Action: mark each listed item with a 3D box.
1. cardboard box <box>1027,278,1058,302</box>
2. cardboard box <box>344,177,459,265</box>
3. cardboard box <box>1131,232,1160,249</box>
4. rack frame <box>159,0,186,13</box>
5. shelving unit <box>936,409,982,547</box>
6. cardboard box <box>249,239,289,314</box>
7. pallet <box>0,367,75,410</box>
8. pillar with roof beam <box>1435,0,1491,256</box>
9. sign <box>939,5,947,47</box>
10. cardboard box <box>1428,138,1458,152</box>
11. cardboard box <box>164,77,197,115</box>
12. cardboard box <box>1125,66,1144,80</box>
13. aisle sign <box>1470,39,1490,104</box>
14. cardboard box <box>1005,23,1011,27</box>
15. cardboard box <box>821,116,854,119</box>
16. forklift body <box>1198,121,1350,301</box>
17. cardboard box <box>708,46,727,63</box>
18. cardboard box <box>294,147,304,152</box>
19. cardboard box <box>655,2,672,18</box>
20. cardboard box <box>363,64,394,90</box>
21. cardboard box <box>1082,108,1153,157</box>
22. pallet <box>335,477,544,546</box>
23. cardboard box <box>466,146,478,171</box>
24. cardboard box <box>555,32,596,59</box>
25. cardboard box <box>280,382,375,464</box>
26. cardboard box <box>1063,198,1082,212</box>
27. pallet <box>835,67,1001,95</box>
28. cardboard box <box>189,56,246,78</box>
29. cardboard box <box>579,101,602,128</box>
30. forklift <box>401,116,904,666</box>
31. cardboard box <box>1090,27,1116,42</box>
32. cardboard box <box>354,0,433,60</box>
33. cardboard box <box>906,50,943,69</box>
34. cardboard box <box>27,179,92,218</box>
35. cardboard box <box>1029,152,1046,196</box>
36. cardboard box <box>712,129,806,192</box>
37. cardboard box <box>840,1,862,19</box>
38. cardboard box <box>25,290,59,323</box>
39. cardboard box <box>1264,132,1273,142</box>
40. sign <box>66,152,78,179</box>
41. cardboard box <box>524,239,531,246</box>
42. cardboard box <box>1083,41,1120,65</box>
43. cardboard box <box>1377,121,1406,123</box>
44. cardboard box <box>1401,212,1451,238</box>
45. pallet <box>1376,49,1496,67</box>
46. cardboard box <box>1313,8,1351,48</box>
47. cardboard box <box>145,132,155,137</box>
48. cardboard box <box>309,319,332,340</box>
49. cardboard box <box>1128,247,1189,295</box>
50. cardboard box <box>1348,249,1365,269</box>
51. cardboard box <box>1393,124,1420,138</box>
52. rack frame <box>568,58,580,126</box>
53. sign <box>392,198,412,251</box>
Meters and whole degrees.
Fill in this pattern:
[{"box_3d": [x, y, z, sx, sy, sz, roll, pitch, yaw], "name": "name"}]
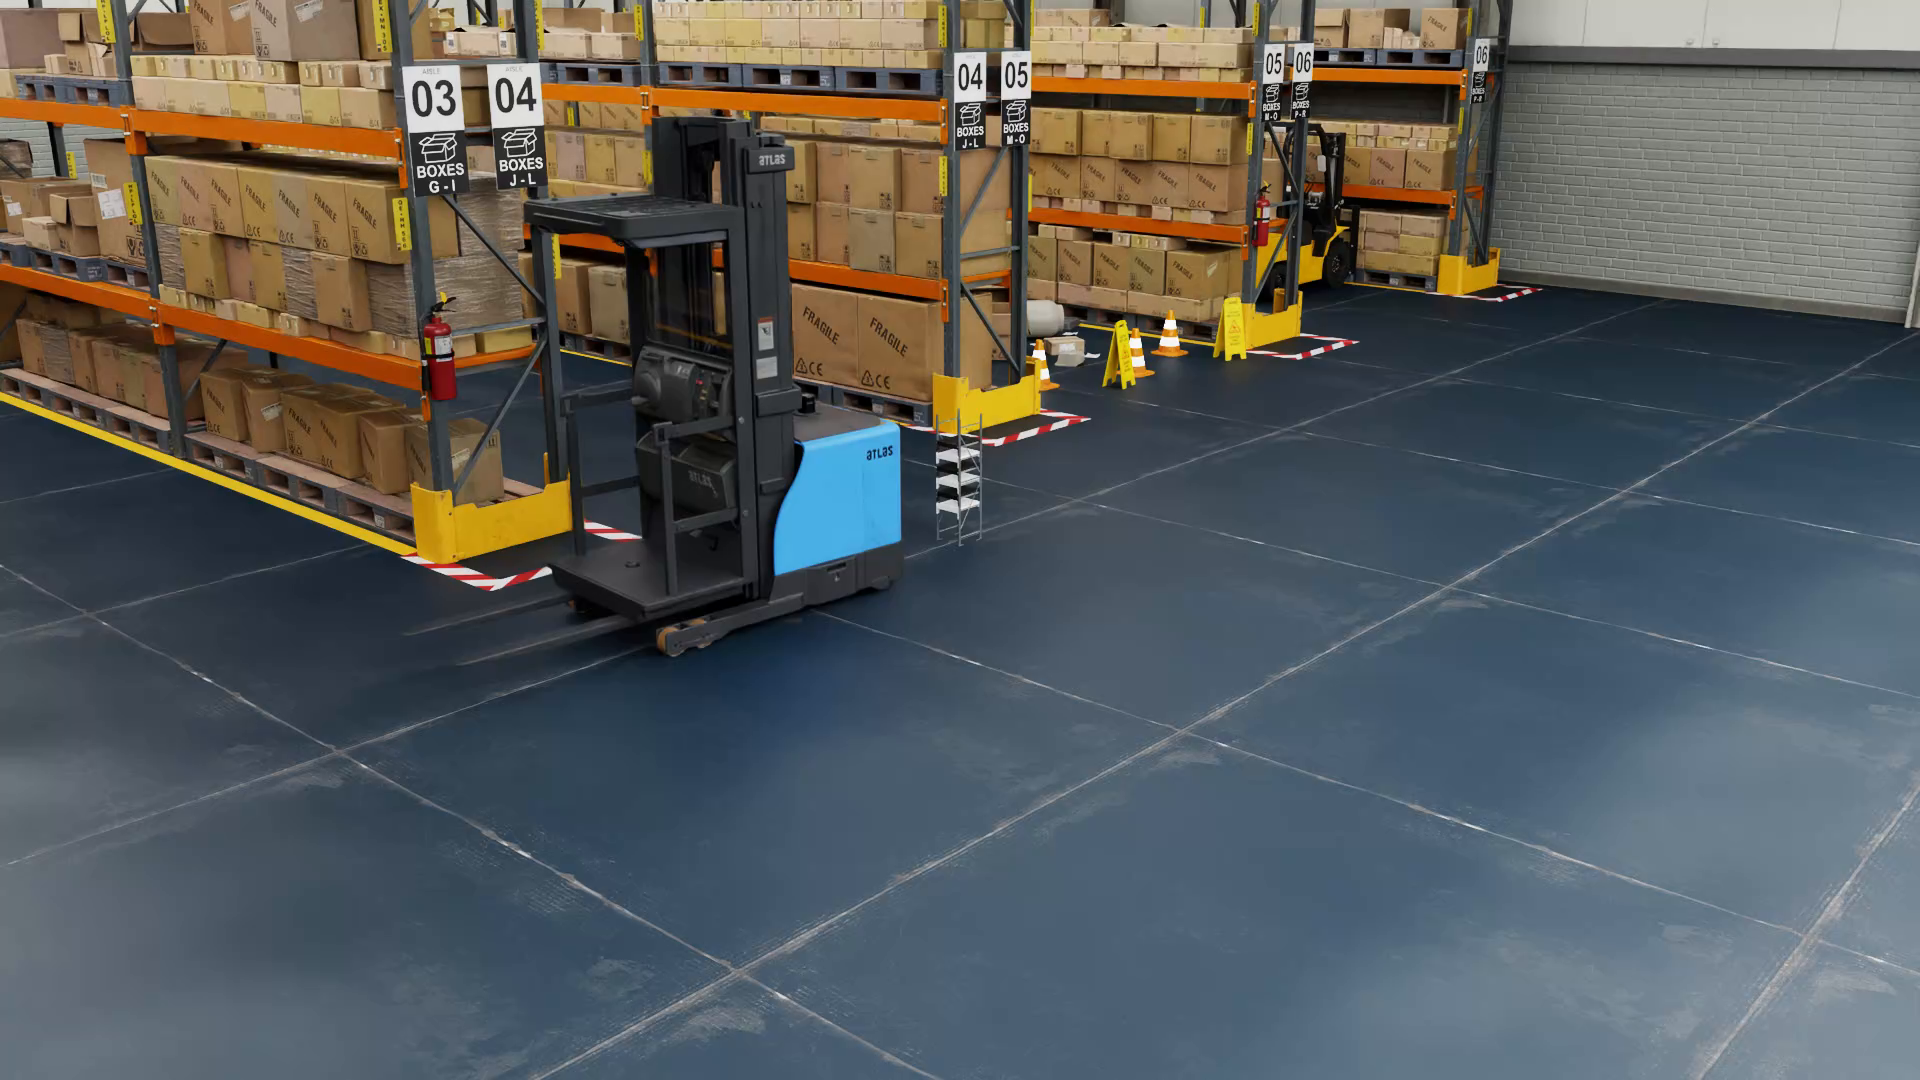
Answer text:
[{"box_3d": [1.120, -3.061, 20.151, 0.500, 0.250, 0.500, 17, 24, 42], "name": "cardboard box"}, {"box_3d": [-3.711, -2.131, 11.059, 0.500, 0.500, 0.500, 15, 23, 39], "name": "cardboard box"}, {"box_3d": [2.165, -3.421, 18.970, 0.250, 0.149, 0.380, 16, 23, 40], "name": "cardboard box"}, {"box_3d": [-11.735, -8.585, 23.785, 0.127, 3.000, 1.000, 15, 23, 39], "name": "rack frame"}, {"box_3d": [-0.006, -0.431, 11.481, 0.210, 0.900, 0.258, 15, 23, 39], "name": "shelving unit"}, {"box_3d": [-4.694, -2.003, 12.308, 0.500, 0.500, 0.875, 15, 23, 39], "name": "cardboard box"}, {"box_3d": [-8.535, -1.531, 16.086, 1.213, 0.211, 1.003, 15, 23, 39], "name": "pallet"}, {"box_3d": [3.954, -7.006, 18.810, 0.400, 9.000, 9.100, 15, 23, 39], "name": "pillar with roof beam"}, {"box_3d": [-0.138, -4.207, 13.616, 0.005, 0.325, 0.100, 15, 23, 39], "name": "sign"}, {"box_3d": [6.289, -5.140, 21.610, 0.250, 0.149, 0.380, 15, 23, 40], "name": "cardboard box"}, {"box_3d": [-5.562, -3.319, 12.399, 0.500, 0.250, 0.500, 15, 23, 39], "name": "cardboard box"}, {"box_3d": [2.051, -5.235, 18.604, 0.250, 0.149, 0.380, 14, 22, 38], "name": "cardboard box"}, {"box_3d": [6.589, -5.936, 21.060, 0.004, 0.787, 0.394, 15, 23, 39], "name": "aisle sign"}, {"box_3d": [0.659, -8.209, 26.659, 0.250, 0.149, 0.380, 14, 22, 37], "name": "cardboard box"}, {"box_3d": [-1.623, -5.519, 22.692, 0.500, 0.500, 0.500, 15, 23, 38], "name": "cardboard box"}, {"box_3d": [4.105, -4.340, 21.731, 1.214, 2.155, 2.313, 15, 23, 39], "name": "forklift body"}, {"box_3d": [-2.145, -4.571, 15.654, 0.250, 0.149, 0.380, 15, 23, 38], "name": "cardboard box"}, {"box_3d": [-8.166, -4.946, 20.974, 0.250, 0.149, 0.380, 15, 23, 39], "name": "cardboard box"}, {"box_3d": [-2.713, -5.104, 16.013, 0.250, 0.149, 0.380, 15, 23, 40], "name": "cardboard box"}, {"box_3d": [-3.550, -2.944, 10.560, 0.250, 0.149, 0.380, 15, 23, 39], "name": "cardboard box"}, {"box_3d": [1.811, -4.686, 19.109, 0.500, 0.500, 0.700, 15, 23, 39], "name": "cardboard box"}, {"box_3d": [-3.776, -0.268, 12.107, 1.213, 0.211, 1.003, 15, 23, 39], "name": "pallet"}, {"box_3d": [-5.422, -4.551, 19.174, 0.500, 0.500, 0.700, 15, 23, 39], "name": "cardboard box"}, {"box_3d": [-3.829, -5.120, 17.215, 0.500, 0.250, 0.500, 15, 23, 39], "name": "cardboard box"}, {"box_3d": [-4.905, -0.913, 12.968, 0.500, 0.500, 0.500, 13, 22, 34], "name": "cardboard box"}, {"box_3d": [1.424, -3.941, 19.488, 0.250, 0.149, 0.380, 15, 23, 40], "name": "cardboard box"}, {"box_3d": [-0.329, -4.047, 14.592, 1.213, 0.211, 1.003, 15, 23, 39], "name": "pallet"}, {"box_3d": [-5.443, -3.490, 12.281, 0.250, 0.149, 0.380, 16, 24, 41], "name": "cardboard box"}, {"box_3d": [-5.395, -6.433, 25.105, 0.500, 0.500, 0.500, 15, 23, 40], "name": "cardboard box"}, {"box_3d": [-1.780, -0.908, 9.626, 3.031, 2.935, 1.130, -16, 23, -41], "name": "forklift"}, {"box_3d": [1.687, -5.716, 18.801, 0.250, 0.149, 0.380, 16, 23, 40], "name": "cardboard box"}, {"box_3d": [-4.067, -3.627, 11.640, 0.500, 0.500, 0.500, 15, 23, 39], "name": "cardboard box"}, {"box_3d": [-0.241, -4.061, 14.044, 0.250, 0.149, 0.380, 15, 23, 39], "name": "cardboard box"}, {"box_3d": [-8.205, -3.076, 15.486, 0.700, 0.500, 0.500, -14, 22, -38], "name": "cardboard box"}, {"box_3d": [0.986, -4.398, 19.855, 0.500, 0.500, 0.500, 15, 23, 39], "name": "cardboard box"}, {"box_3d": [-2.018, -3.736, 16.392, 0.550, 0.550, 0.875, 15, 23, 39], "name": "cardboard box"}, {"box_3d": [-0.817, -4.595, 14.410, 0.250, 0.149, 0.380, 16, 23, 40], "name": "cardboard box"}, {"box_3d": [-8.598, -2.265, 15.955, 0.500, 0.250, 0.500, 16, 24, 41], "name": "cardboard box"}, {"box_3d": [4.350, -5.649, 23.215, 0.250, 0.149, 0.380, 16, 23, 40], "name": "cardboard box"}, {"box_3d": [-8.766, -3.656, 16.389, 0.005, 0.325, 0.100, 15, 23, 39], "name": "sign"}, {"box_3d": [-5.355, -3.104, 19.459, 0.750, 0.750, 1.050, 15, 23, 39], "name": "cardboard box"}, {"box_3d": [1.735, -5.500, 18.780, 0.500, 0.250, 0.500, 15, 23, 40], "name": "cardboard box"}, {"box_3d": [5.856, -5.601, 22.573, 0.250, 0.149, 0.380, 16, 24, 41], "name": "cardboard box"}, {"box_3d": [6.183, -4.165, 21.974, 0.500, 0.250, 0.500, 16, 24, 41], "name": "cardboard box"}, {"box_3d": [6.223, -6.312, 21.729, 1.213, 0.211, 1.003, 15, 23, 39], "name": "pallet"}, {"box_3d": [5.130, -6.892, 22.379, 0.637, 0.503, 0.797, 16, 24, 41], "name": "cardboard box"}, {"box_3d": [-11.582, -5.762, 24.152, 0.500, 0.500, 0.500, 16, 24, 42], "name": "cardboard box"}, {"box_3d": [-4.431, -1.549, 11.948, 0.250, 0.149, 0.380, 15, 23, 39], "name": "cardboard box"}, {"box_3d": [2.278, -3.106, 19.051, 0.500, 0.500, 0.500, 16, 24, 41], "name": "cardboard box"}, {"box_3d": [5.439, -3.894, 22.773, 0.500, 0.250, 0.500, 15, 23, 40], "name": "cardboard box"}, {"box_3d": [5.908, -5.388, 21.902, 0.250, 0.149, 0.380, 16, 23, 40], "name": "cardboard box"}, {"box_3d": [-5.533, -6.062, 25.755, 0.127, 3.000, 1.000, 15, 23, 39], "name": "rack frame"}, {"box_3d": [-3.519, -1.992, 10.492, 0.005, 0.325, 0.100, 15, 23, 39], "name": "sign"}]
